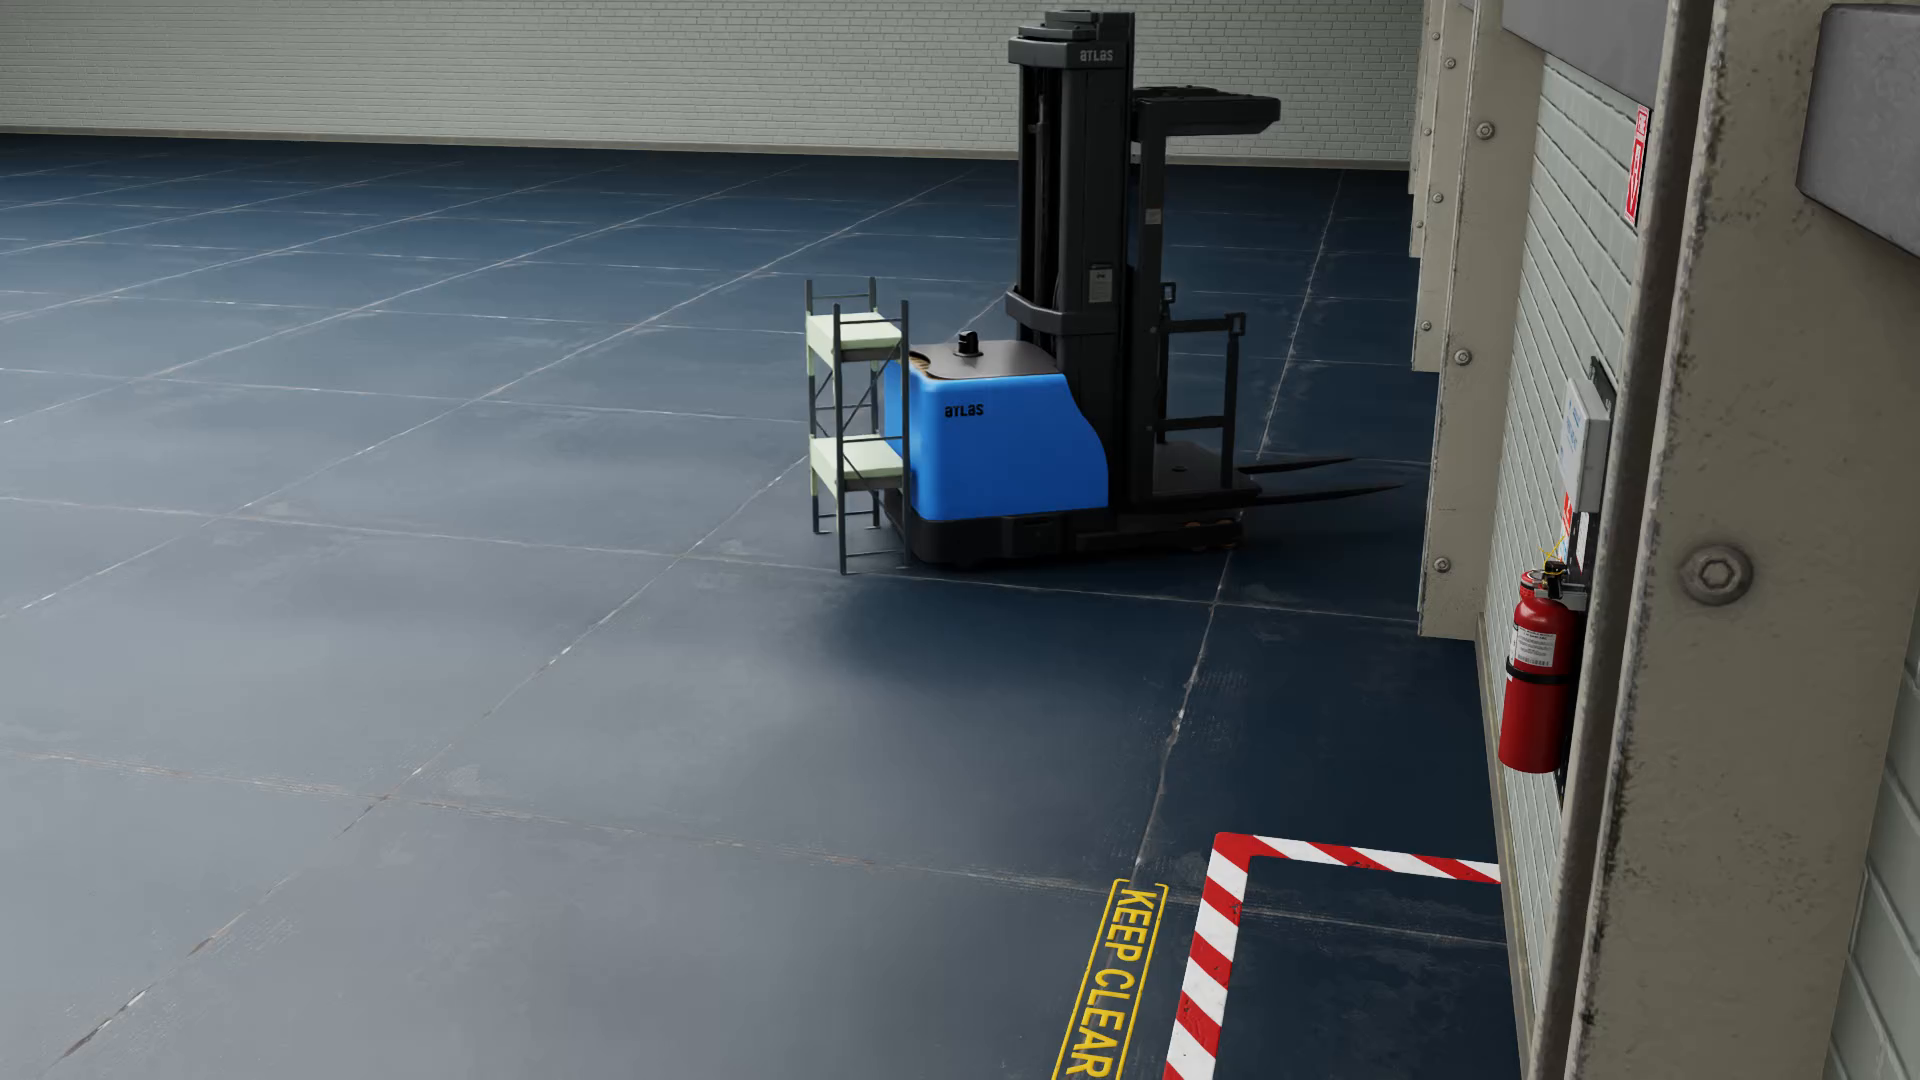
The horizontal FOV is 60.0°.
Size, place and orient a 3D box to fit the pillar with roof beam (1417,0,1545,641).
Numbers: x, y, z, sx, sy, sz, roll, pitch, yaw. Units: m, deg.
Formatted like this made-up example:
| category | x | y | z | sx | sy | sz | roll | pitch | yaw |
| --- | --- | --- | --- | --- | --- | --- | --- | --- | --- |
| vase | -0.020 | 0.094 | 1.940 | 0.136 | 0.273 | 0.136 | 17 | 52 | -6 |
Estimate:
| category | x | y | z | sx | sy | sz | roll | pitch | yaw |
| --- | --- | --- | --- | --- | --- | --- | --- | --- | --- |
| pillar with roof beam | -1.692 | -4.172 | 7.980 | 9.100 | 9.000 | 0.400 | 5 | 19 | 13 |

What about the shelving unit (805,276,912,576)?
| category | x | y | z | sx | sy | sz | roll | pitch | yaw |
| --- | --- | --- | --- | --- | --- | --- | --- | --- | --- |
| shelving unit | -0.570 | -0.649 | 9.268 | 0.431 | 1.500 | 0.755 | -5 | 20 | -15 |

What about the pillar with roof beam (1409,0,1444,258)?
| category | x | y | z | sx | sy | sz | roll | pitch | yaw |
| --- | --- | --- | --- | --- | --- | --- | --- | --- | --- |
| pillar with roof beam | 1.240 | -7.933 | 18.992 | 9.100 | 9.000 | 0.400 | 5 | 19 | 13 |

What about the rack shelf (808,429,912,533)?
| category | x | y | z | sx | sy | sz | roll | pitch | yaw |
| --- | --- | --- | --- | --- | --- | --- | --- | --- | --- |
| rack shelf | -0.570 | -0.341 | 9.374 | 0.431 | 0.370 | 0.720 | -5 | 20 | -15 |

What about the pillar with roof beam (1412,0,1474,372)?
| category | x | y | z | sx | sy | sz | roll | pitch | yaw |
| --- | --- | --- | --- | --- | --- | --- | --- | --- | --- |
| pillar with roof beam | -0.226 | -6.053 | 13.486 | 9.100 | 9.000 | 0.400 | 5 | 19 | 13 |

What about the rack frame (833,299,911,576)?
| category | x | y | z | sx | sy | sz | roll | pitch | yaw |
| --- | --- | --- | --- | --- | --- | --- | --- | --- | --- |
| rack frame | -0.467 | -0.536 | 8.936 | 0.400 | 1.500 | 0.023 | -5 | 20 | -15 |

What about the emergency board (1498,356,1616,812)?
| category | x | y | z | sx | sy | sz | roll | pitch | yaw |
| --- | --- | --- | --- | --- | --- | --- | --- | --- | --- |
| emergency board | 1.658 | 0.116 | 4.707 | 0.194 | 1.169 | 0.643 | 5 | 19 | 13 |

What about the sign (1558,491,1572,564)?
| category | x | y | z | sx | sy | sz | roll | pitch | yaw |
| --- | --- | --- | --- | --- | --- | --- | --- | --- | --- |
| sign | 1.893 | -0.066 | 5.185 | 0.001 | 0.329 | 0.234 | 5 | 19 | 13 |

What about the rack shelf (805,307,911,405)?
| category | x | y | z | sx | sy | sz | roll | pitch | yaw |
| --- | --- | --- | --- | --- | --- | --- | --- | --- | --- |
| rack shelf | -0.570 | -1.019 | 9.142 | 0.431 | 0.370 | 0.720 | -5 | 20 | -15 |

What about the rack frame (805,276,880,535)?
| category | x | y | z | sx | sy | sz | roll | pitch | yaw |
| --- | --- | --- | --- | --- | --- | --- | --- | --- | --- |
| rack frame | -0.672 | -0.763 | 9.601 | 0.400 | 1.500 | 0.023 | -5 | 20 | -15 |

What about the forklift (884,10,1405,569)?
| category | x | y | z | sx | sy | sz | roll | pitch | yaw |
| --- | --- | --- | --- | --- | --- | --- | --- | --- | --- |
| forklift | 1.122 | -1.477 | 9.478 | 3.031 | 2.935 | 1.130 | -5 | 20 | -15 |

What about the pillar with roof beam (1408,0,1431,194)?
| category | x | y | z | sx | sy | sz | roll | pitch | yaw |
| --- | --- | --- | --- | --- | --- | --- | --- | --- | --- |
| pillar with roof beam | 2.706 | -9.814 | 24.497 | 9.100 | 9.000 | 0.400 | 5 | 19 | 13 |

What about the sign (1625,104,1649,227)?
| category | x | y | z | sx | sy | sz | roll | pitch | yaw |
| --- | --- | --- | --- | --- | --- | --- | --- | --- | --- |
| sign | 1.756 | -0.976 | 4.317 | 0.001 | 0.298 | 0.199 | 5 | 19 | 13 |
